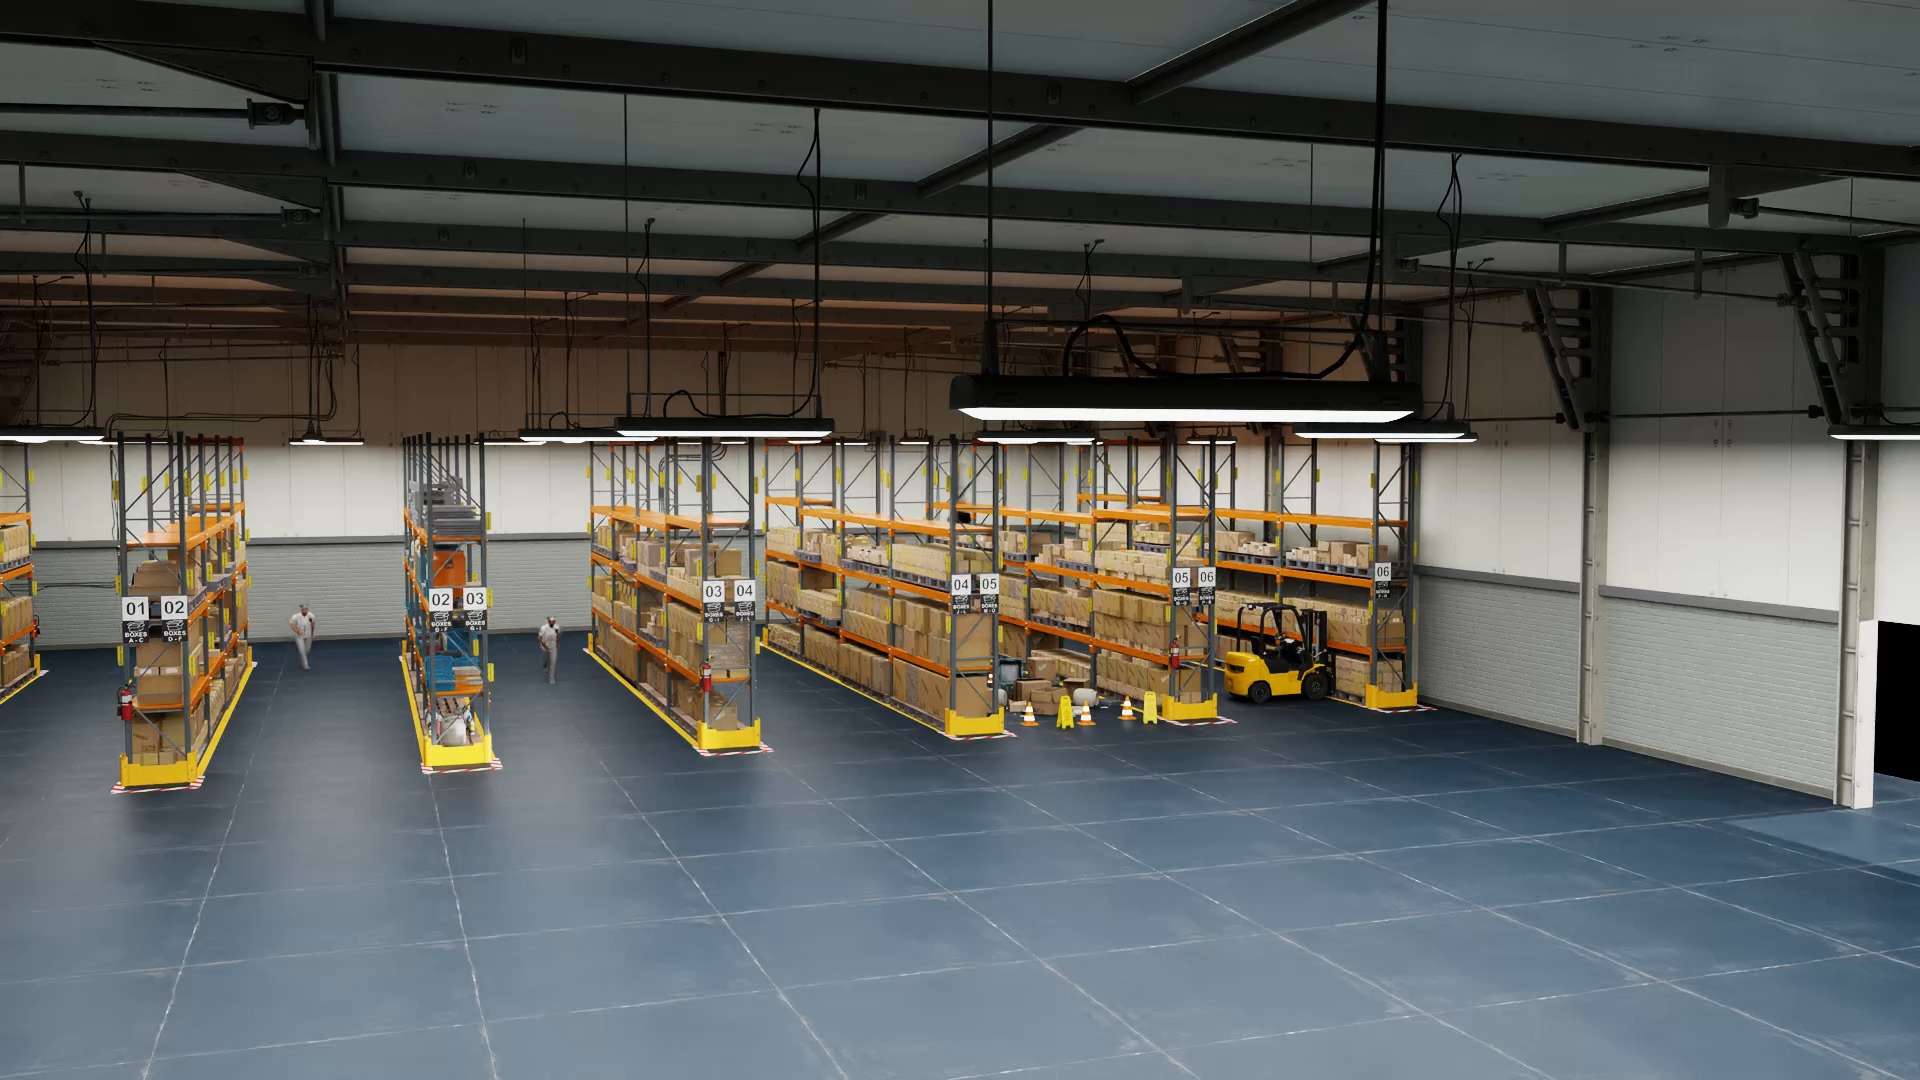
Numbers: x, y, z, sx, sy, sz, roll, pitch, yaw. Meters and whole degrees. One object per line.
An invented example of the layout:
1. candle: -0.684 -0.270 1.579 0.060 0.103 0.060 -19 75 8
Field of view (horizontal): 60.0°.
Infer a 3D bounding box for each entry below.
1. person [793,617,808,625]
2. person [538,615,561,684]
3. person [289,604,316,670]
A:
1. person: -4.746 2.141 50.058 0.541 1.604 0.579 -2 4 -31
2. person: -10.065 2.657 40.747 0.573 1.683 1.006 -2 4 -26
3. person: -17.059 2.486 43.141 0.664 1.717 0.785 -2 4 -31
